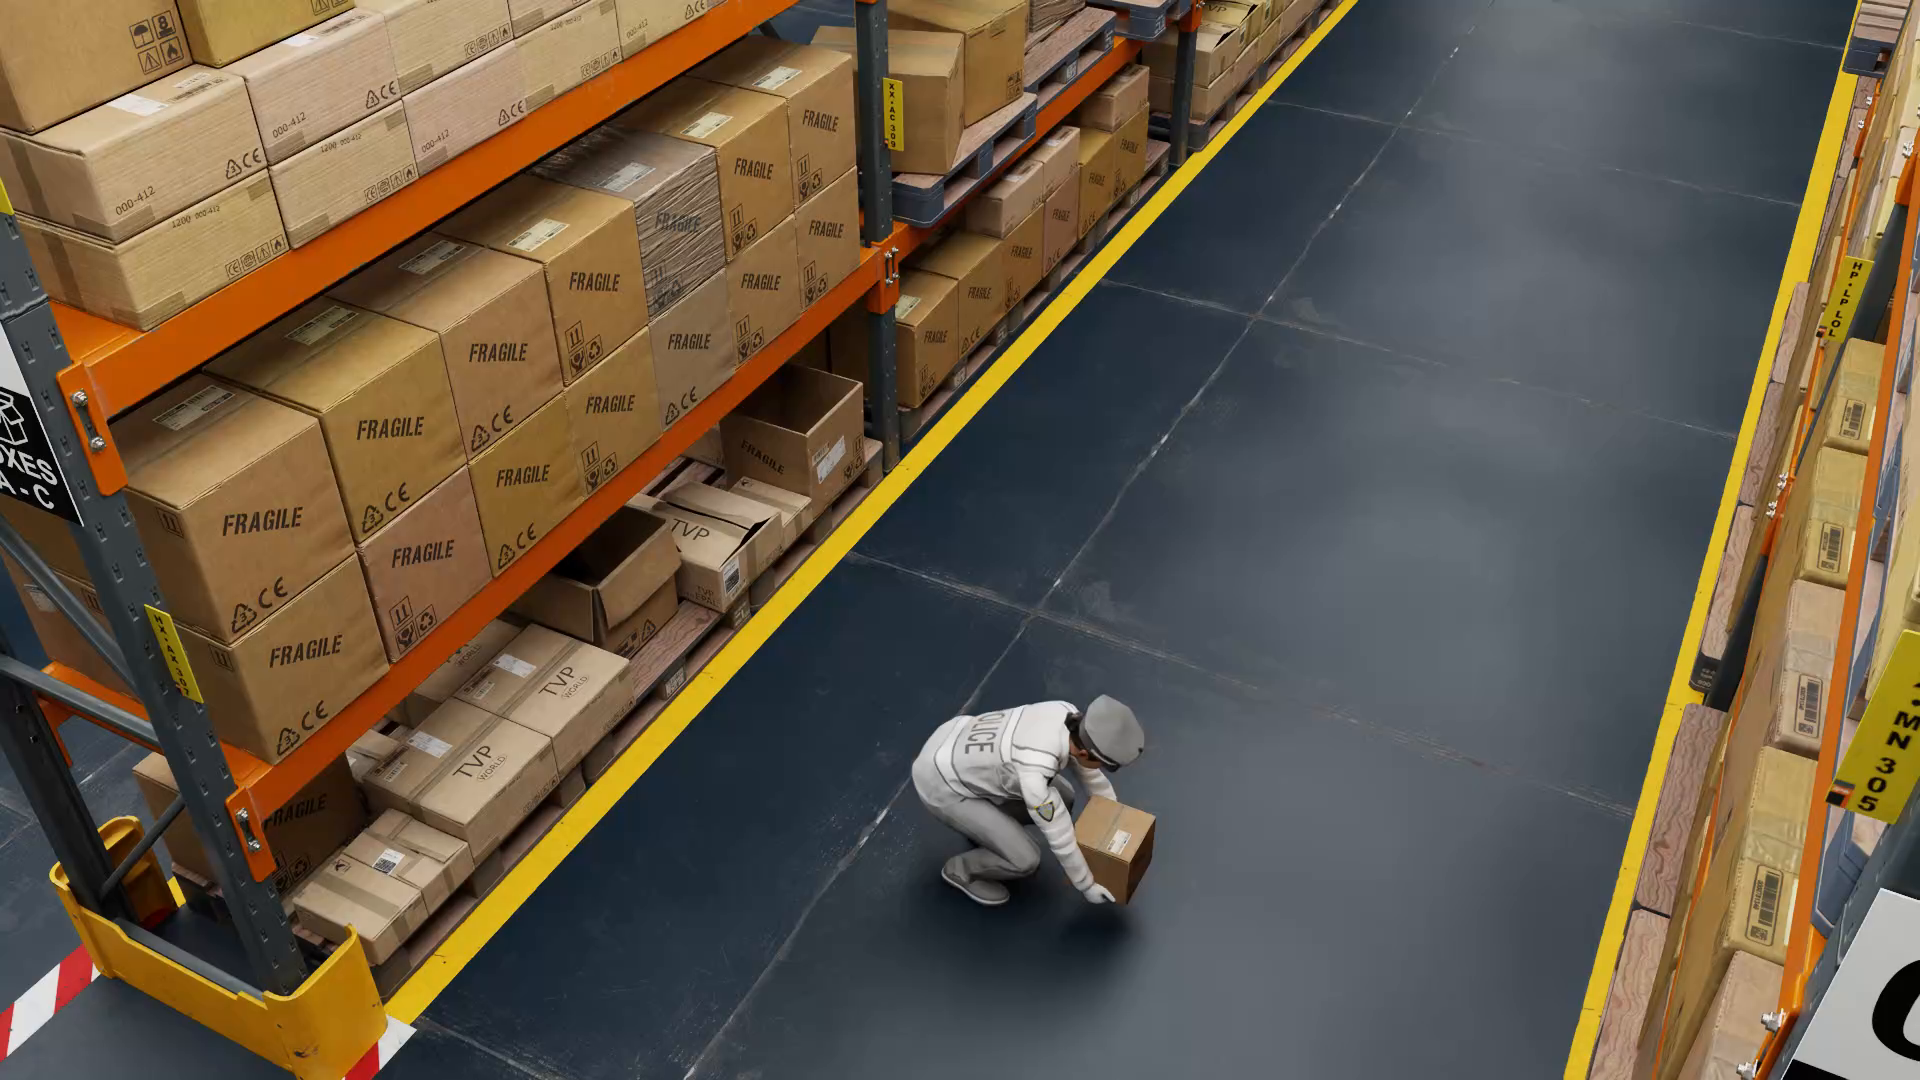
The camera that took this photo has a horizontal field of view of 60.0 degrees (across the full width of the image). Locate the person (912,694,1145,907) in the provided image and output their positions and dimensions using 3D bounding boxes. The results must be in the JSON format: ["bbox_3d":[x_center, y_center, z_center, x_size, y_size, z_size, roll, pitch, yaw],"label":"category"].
[{"bbox_3d":[0.248,0.927,6.133,0.853,0.981,0.464,17,41,20],"label":"person"}]
